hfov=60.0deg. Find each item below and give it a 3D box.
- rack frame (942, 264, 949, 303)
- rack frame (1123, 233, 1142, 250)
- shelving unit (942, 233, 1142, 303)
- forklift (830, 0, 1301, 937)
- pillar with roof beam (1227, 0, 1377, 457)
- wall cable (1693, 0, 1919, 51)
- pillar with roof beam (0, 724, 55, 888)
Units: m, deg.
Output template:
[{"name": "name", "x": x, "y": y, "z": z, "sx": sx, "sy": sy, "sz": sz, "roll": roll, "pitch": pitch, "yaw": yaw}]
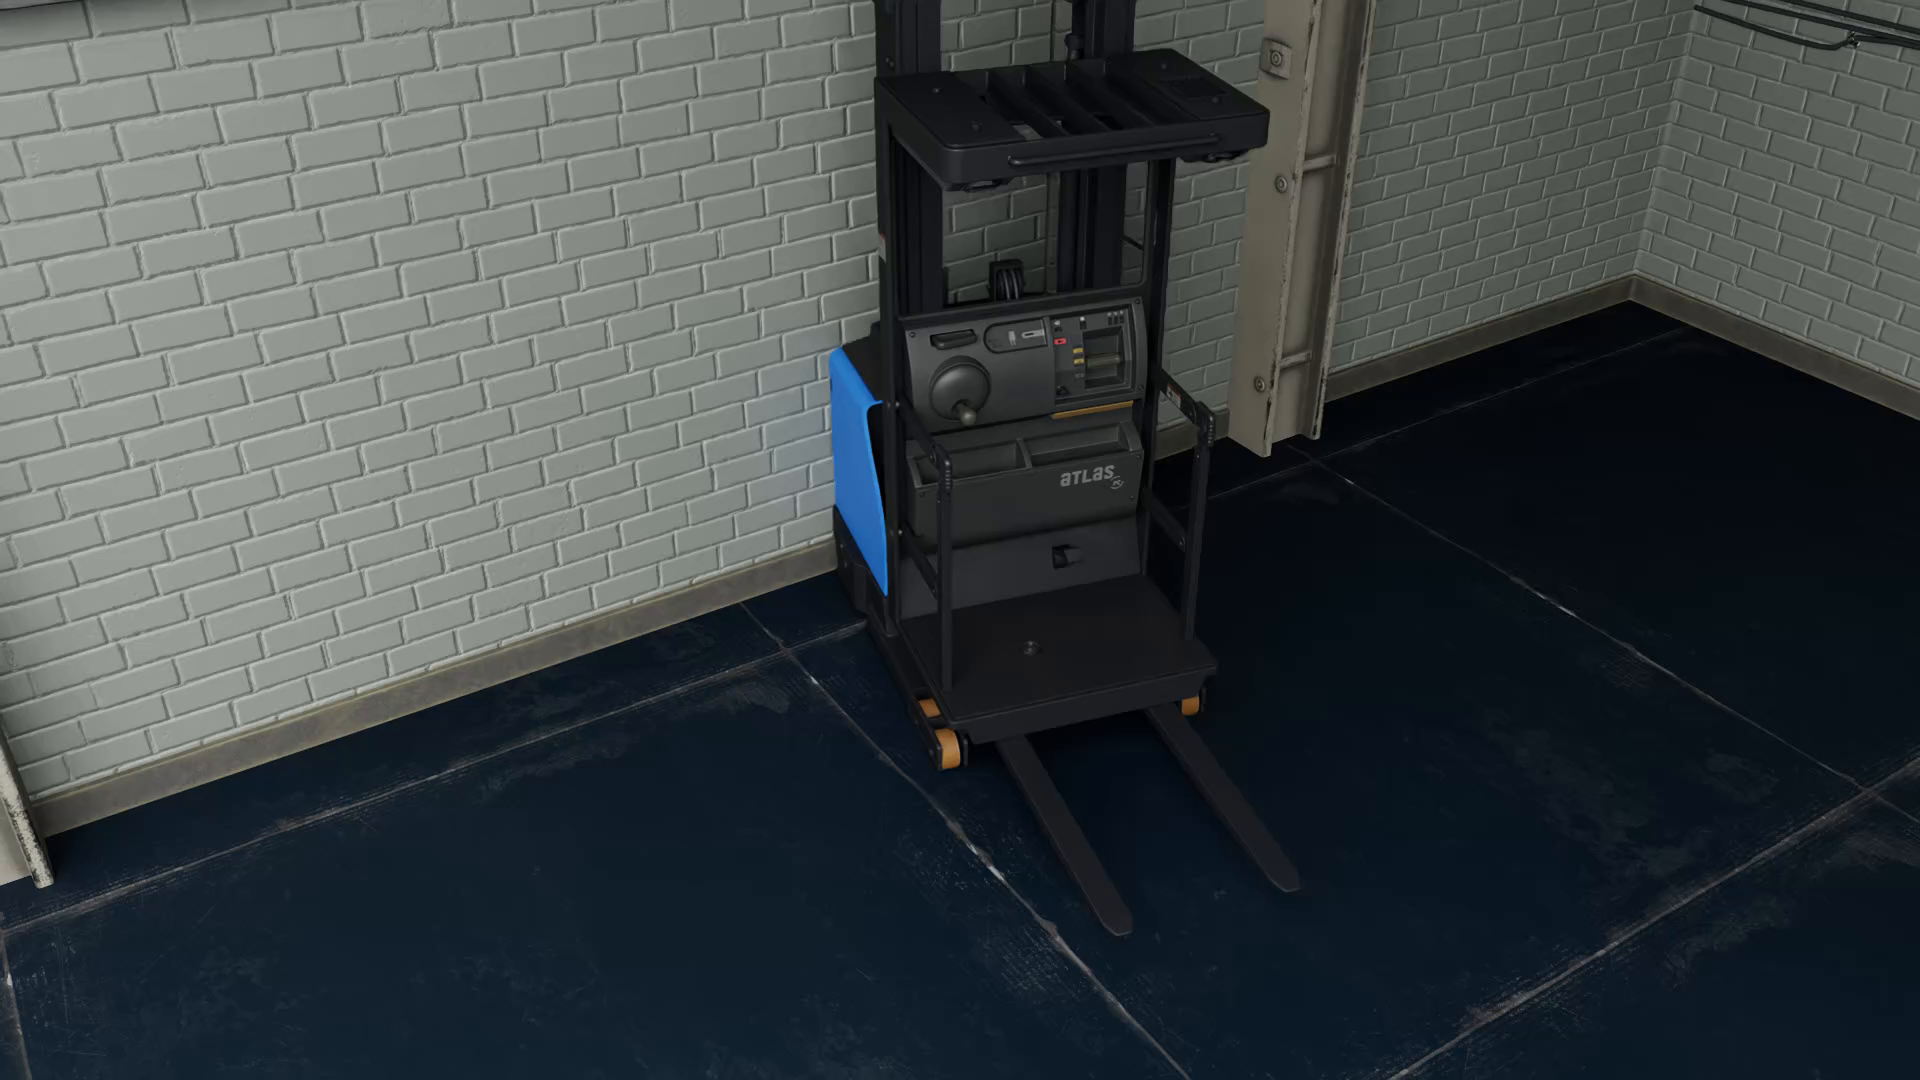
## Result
[{"name": "rack frame", "x": -0.194, "y": -0.544, "z": 7.147, "sx": 0.032, "sy": 1.500, "sz": 0.500, "roll": -12, "pitch": 33, "yaw": -23}, {"name": "rack frame", "x": 0.718, "y": -0.744, "z": 7.550, "sx": 0.032, "sy": 1.500, "sz": 0.500, "roll": -12, "pitch": 33, "yaw": -23}, {"name": "shelving unit", "x": 0.254, "y": -0.642, "z": 7.345, "sx": 1.083, "sy": 1.500, "sz": 0.587, "roll": -12, "pitch": 33, "yaw": -23}, {"name": "forklift", "x": 0.325, "y": -0.605, "z": 5.962, "sx": 1.130, "sy": 2.935, "sz": 3.031, "roll": -10, "pitch": 34, "yaw": -16}, {"name": "pillar with roof beam", "x": 3.948, "y": -2.418, "z": 3.148, "sx": 0.400, "sy": 9.000, "sz": 9.100, "roll": -19, "pitch": 37, "yaw": -27}, {"name": "wall cable", "x": 4.808, "y": -3.294, "z": 7.447, "sx": 0.112, "sy": 2.526, "sz": 3.097, "roll": -19, "pitch": 37, "yaw": -27}, {"name": "pillar with roof beam", "x": -1.095, "y": -0.683, "z": 0.399, "sx": 0.400, "sy": 9.000, "sz": 9.100, "roll": -19, "pitch": 37, "yaw": -27}]
